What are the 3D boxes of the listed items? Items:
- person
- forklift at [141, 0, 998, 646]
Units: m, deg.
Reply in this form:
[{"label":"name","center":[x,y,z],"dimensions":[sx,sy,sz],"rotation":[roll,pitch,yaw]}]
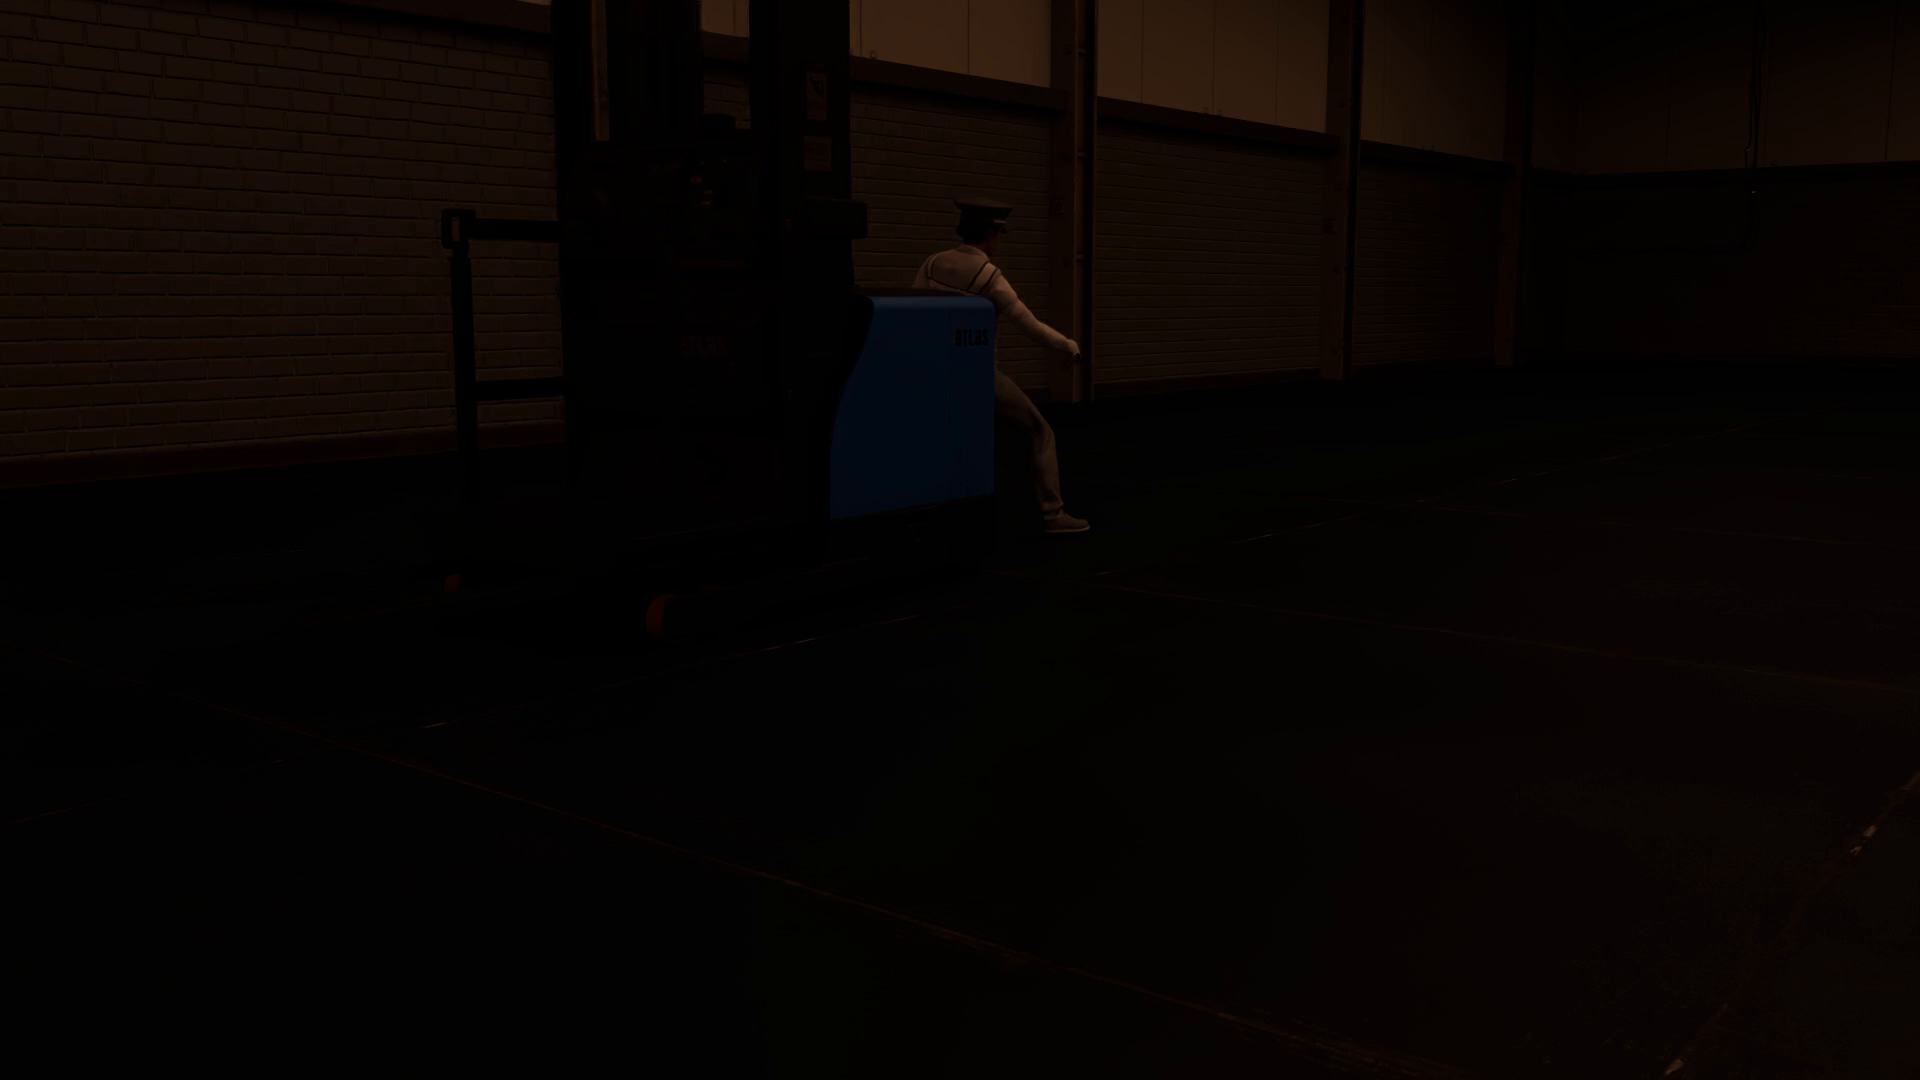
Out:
[{"label":"person","center":[0.158,-0.792,7.609],"dimensions":[0.823,1.502,0.675],"rotation":[7,11,40]},{"label":"forklift","center":[-1.128,-1.200,5.482],"dimensions":[1.130,2.935,3.031],"rotation":[6,10,36]}]
